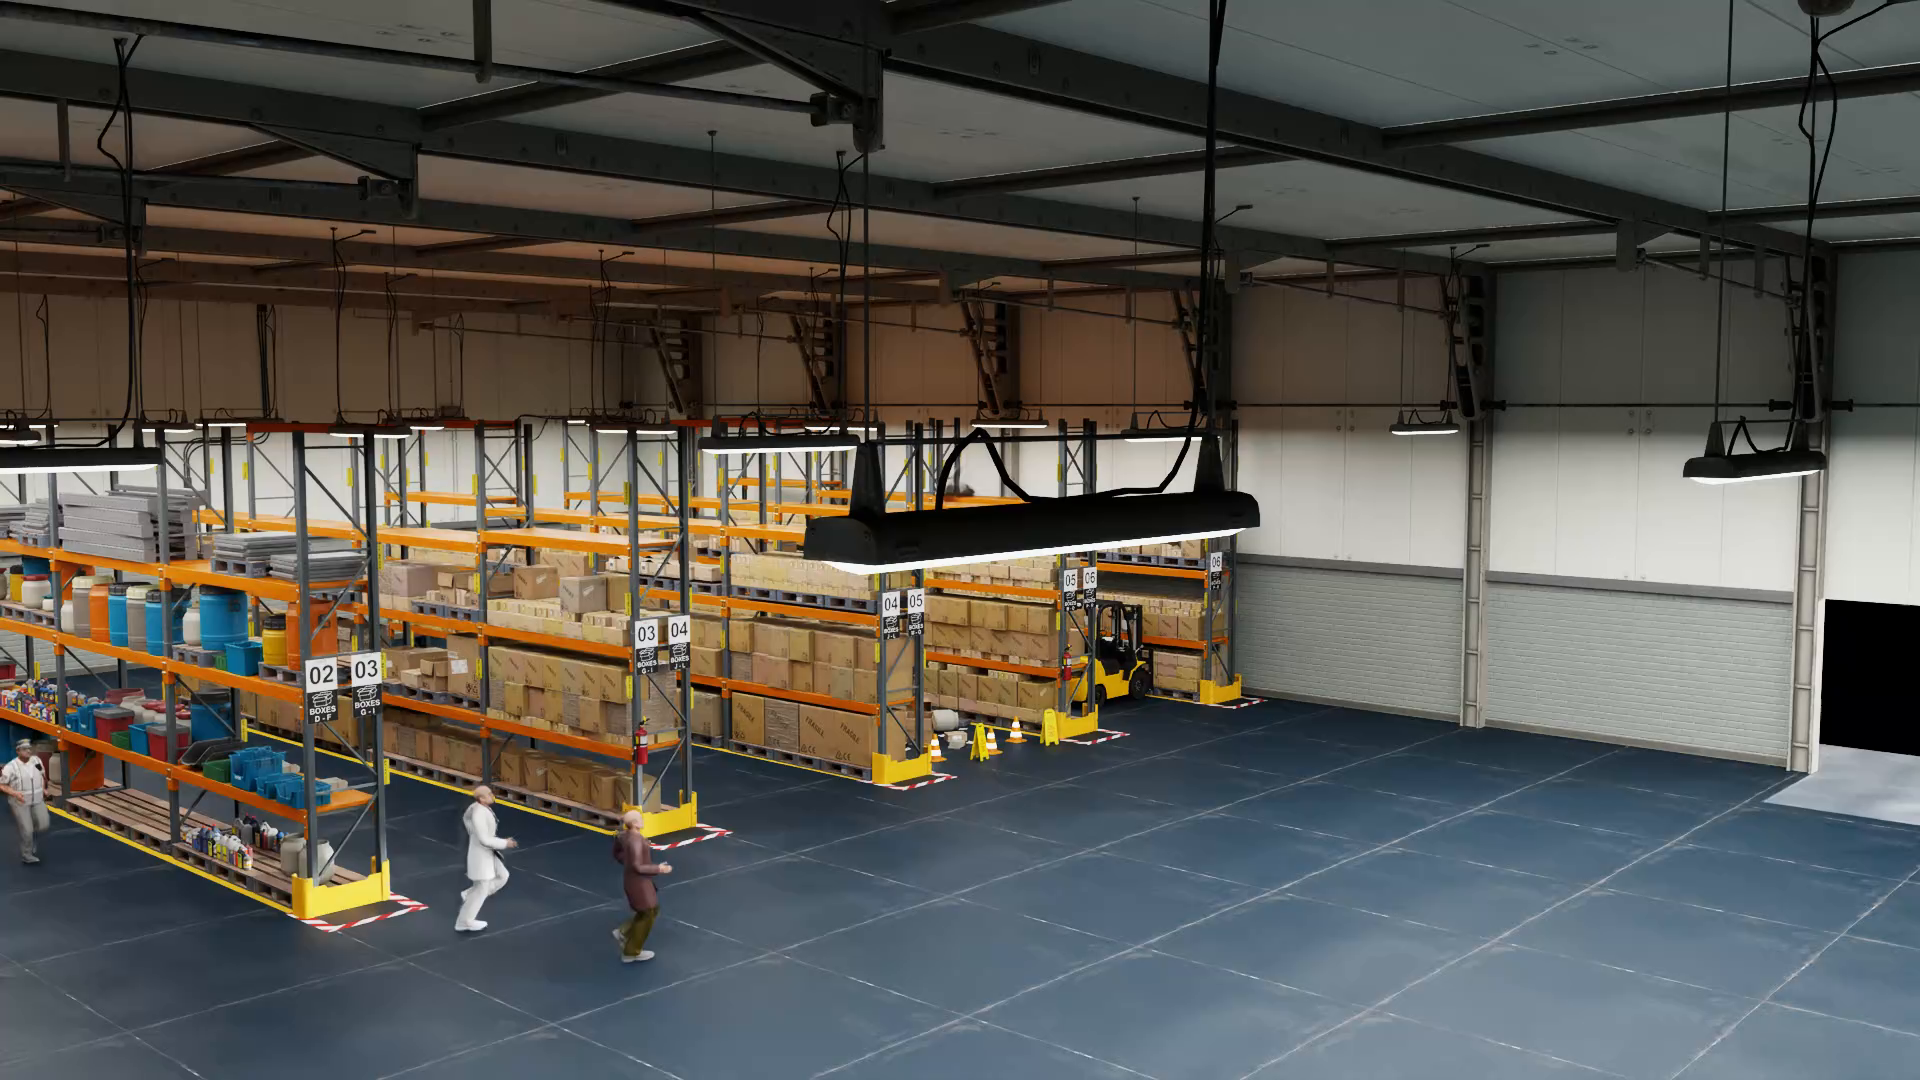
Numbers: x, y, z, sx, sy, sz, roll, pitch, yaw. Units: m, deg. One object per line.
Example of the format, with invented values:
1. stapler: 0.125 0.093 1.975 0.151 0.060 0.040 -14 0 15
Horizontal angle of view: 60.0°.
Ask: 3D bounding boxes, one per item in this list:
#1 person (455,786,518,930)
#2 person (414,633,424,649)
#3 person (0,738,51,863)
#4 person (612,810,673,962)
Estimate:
1. person: -5.735 3.817 20.117 0.751 1.732 0.743 -1 5 -13
2. person: -13.166 2.278 40.358 0.761 1.521 0.626 0 5 -3
3. person: -12.850 3.586 22.923 0.574 1.736 0.640 3 6 34
4. person: -3.623 3.912 18.905 0.649 1.730 0.702 -2 5 -23
